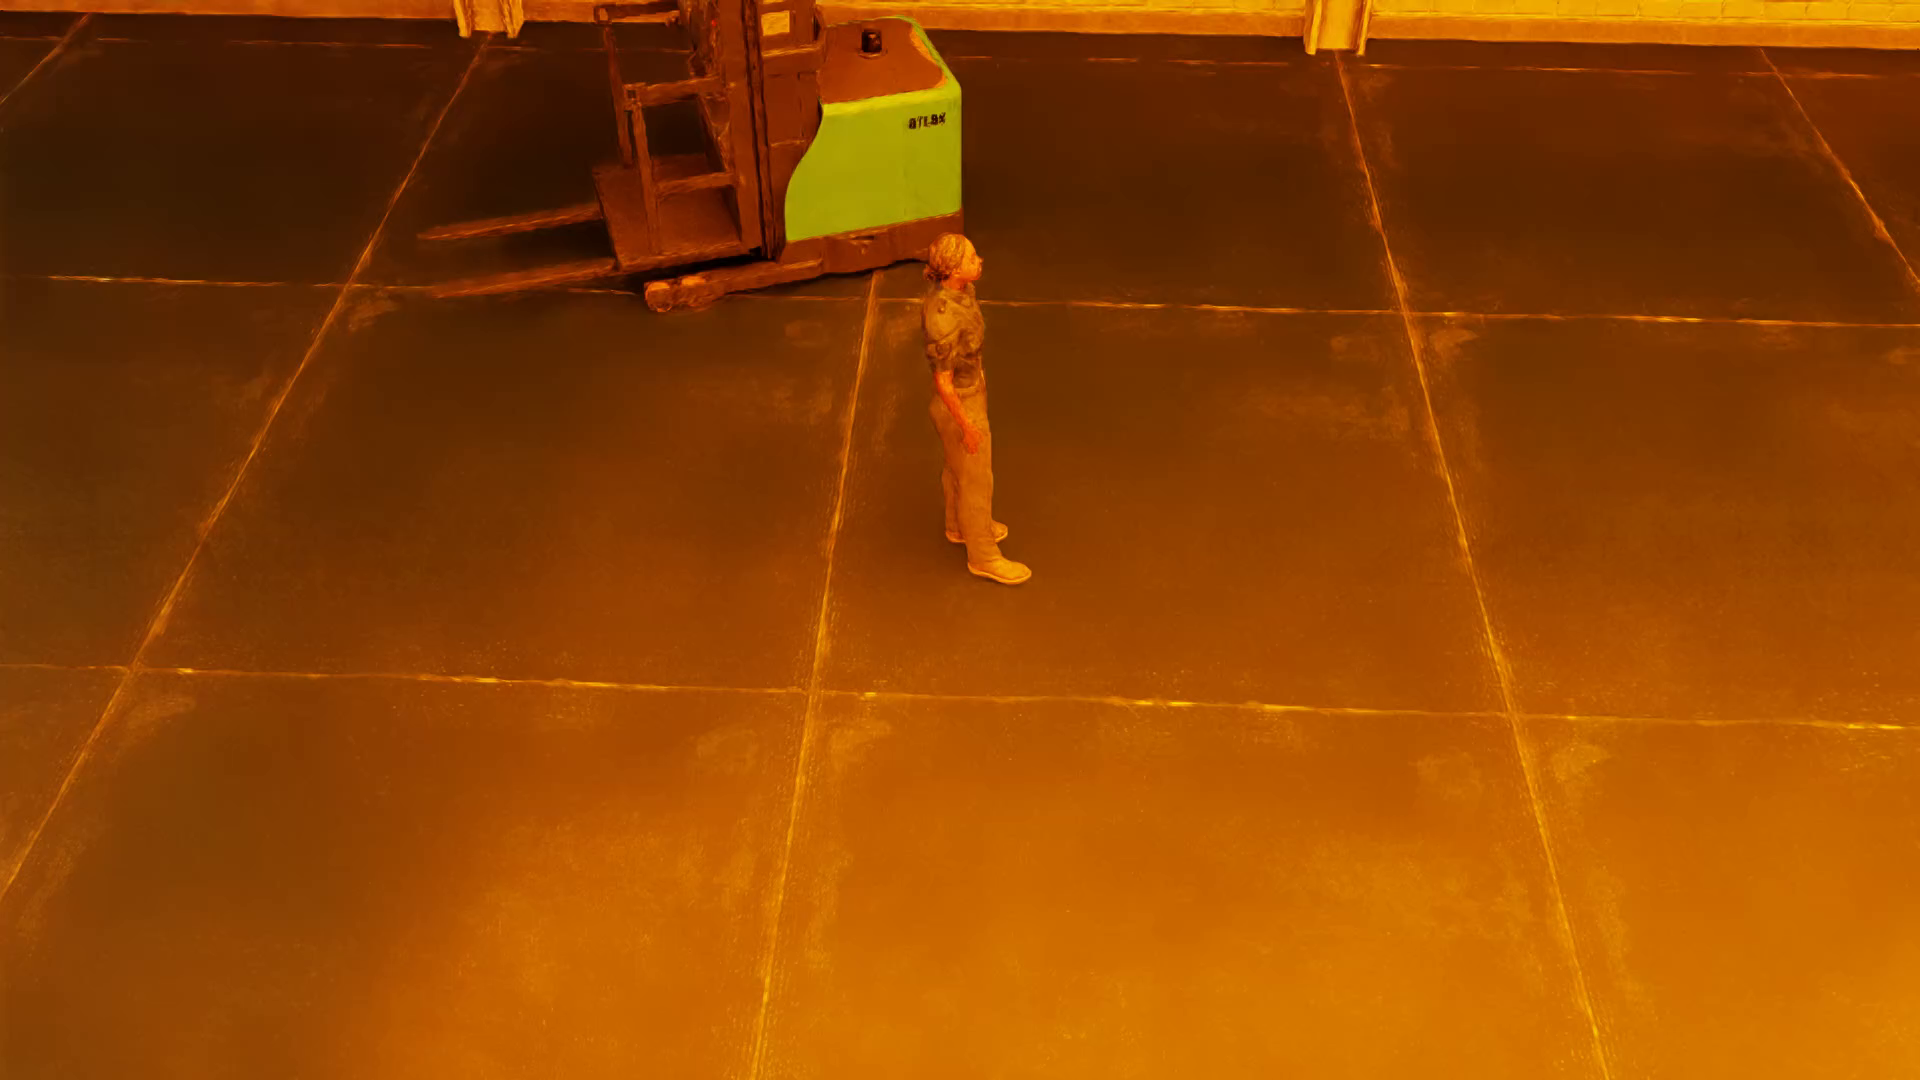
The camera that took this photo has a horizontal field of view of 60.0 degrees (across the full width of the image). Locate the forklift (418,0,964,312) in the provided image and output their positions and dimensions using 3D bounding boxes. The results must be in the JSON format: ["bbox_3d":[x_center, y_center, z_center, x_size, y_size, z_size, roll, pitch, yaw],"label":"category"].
[{"bbox_3d":[-1.553,-2.760,8.766,3.031,2.935,1.130,-12,44,-13],"label":"forklift"}]

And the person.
[{"bbox_3d":[0.087,-0.600,7.336,0.503,1.654,0.570,2,42,2],"label":"person"}]
